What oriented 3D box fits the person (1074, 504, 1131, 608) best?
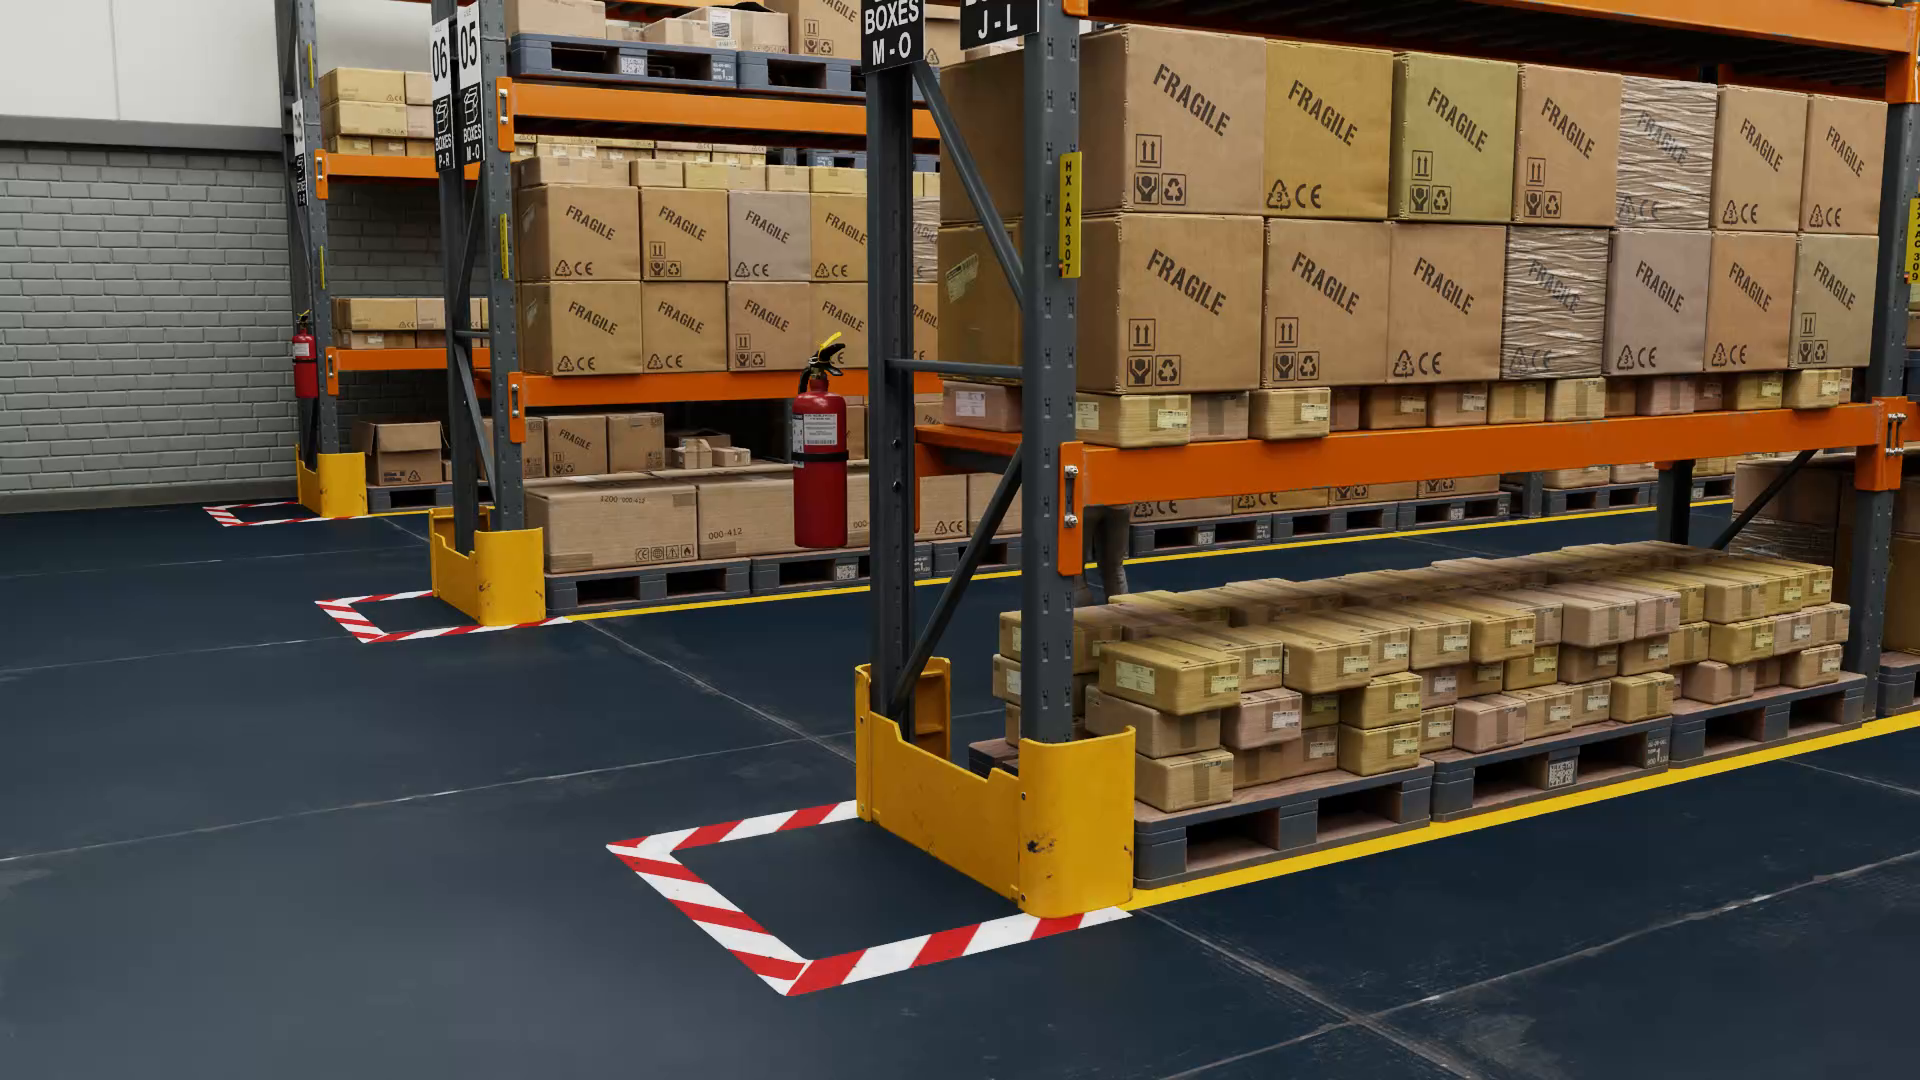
[{"bbox_3d":[0.602,-0.182,7.607,0.470,1.593,0.366,-5,10,-32],"label":"person"}]
